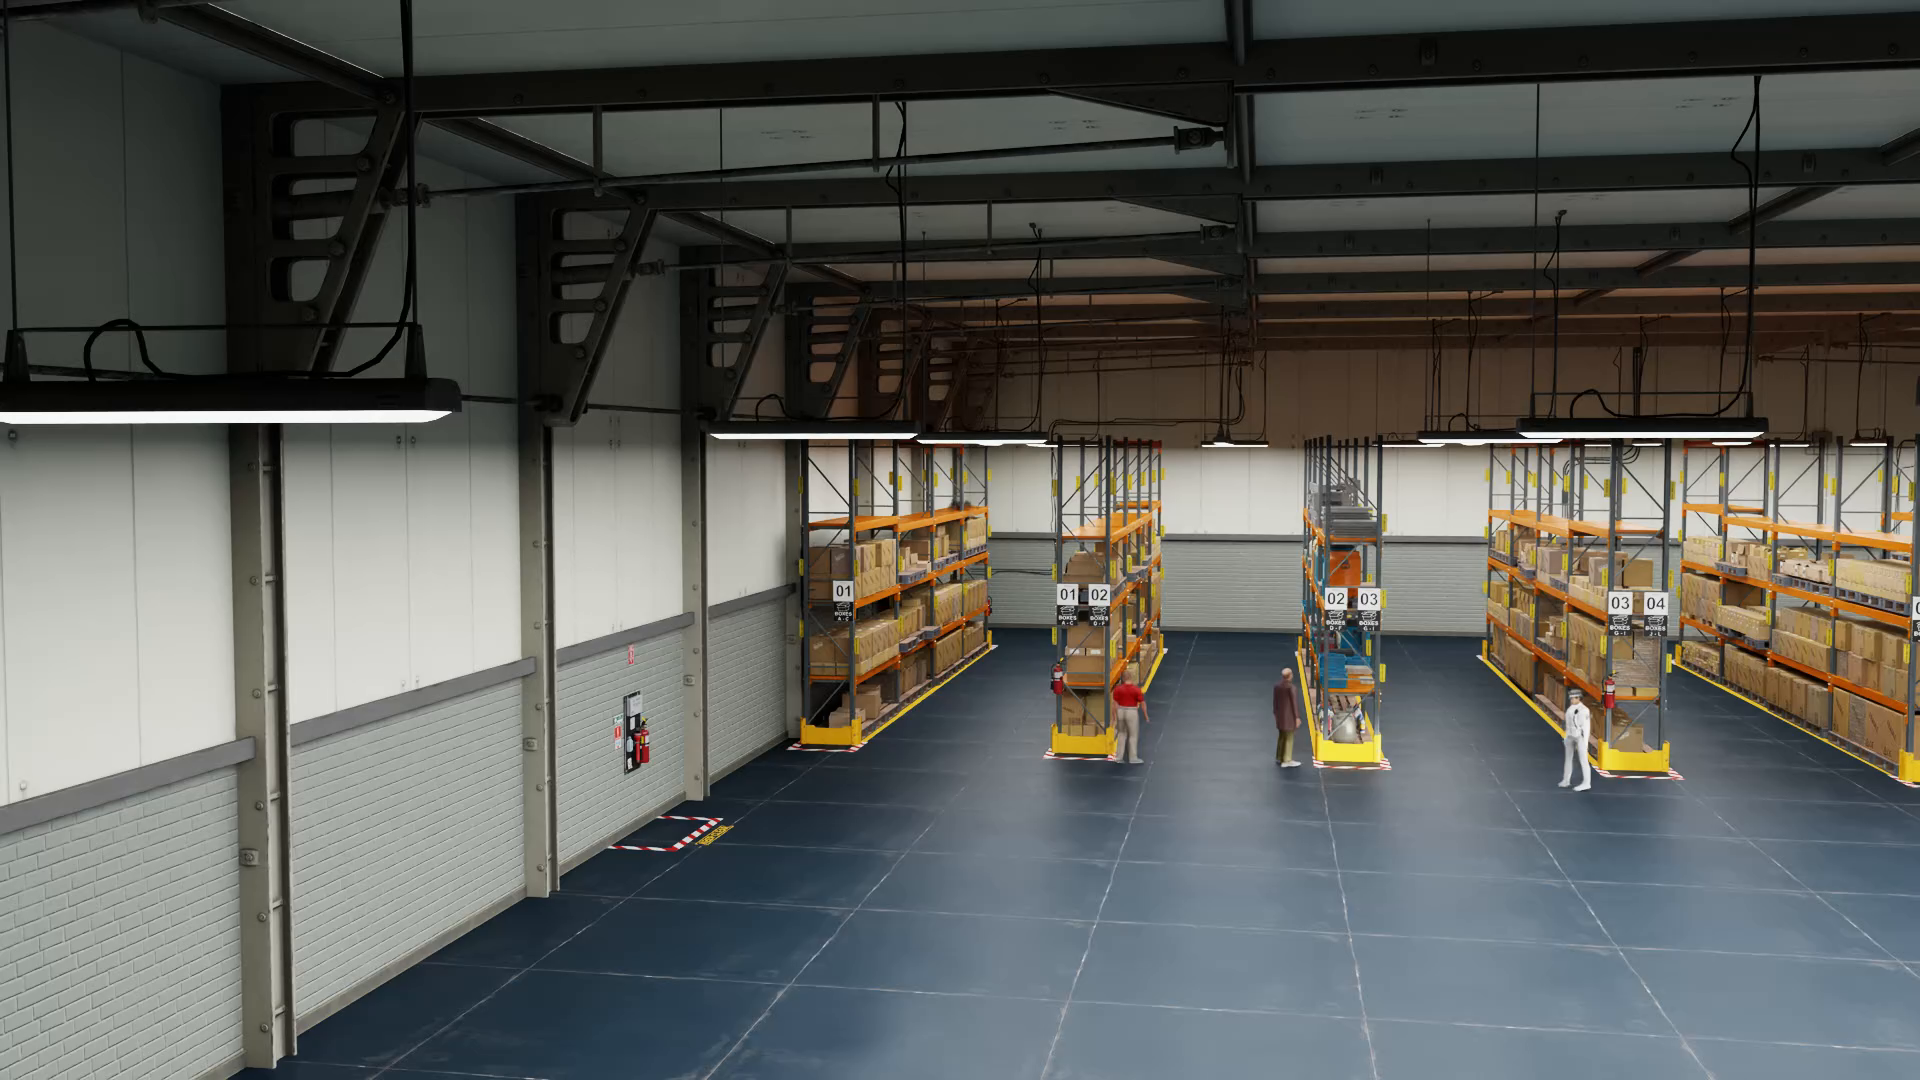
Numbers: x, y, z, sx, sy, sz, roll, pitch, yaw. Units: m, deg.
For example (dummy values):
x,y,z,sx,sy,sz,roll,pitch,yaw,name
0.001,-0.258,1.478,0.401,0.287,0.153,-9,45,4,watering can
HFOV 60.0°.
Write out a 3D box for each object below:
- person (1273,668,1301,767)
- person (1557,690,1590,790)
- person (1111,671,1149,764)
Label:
x,y,z,sx,sy,sz,roll,pitch,yaw,name
5.976,3.273,30.141,0.445,1.731,0.682,-2,3,-27,person
10.390,3.363,28.134,0.410,1.668,0.531,-2,3,-27,person
3.096,3.254,30.288,0.593,1.780,0.559,2,4,39,person
